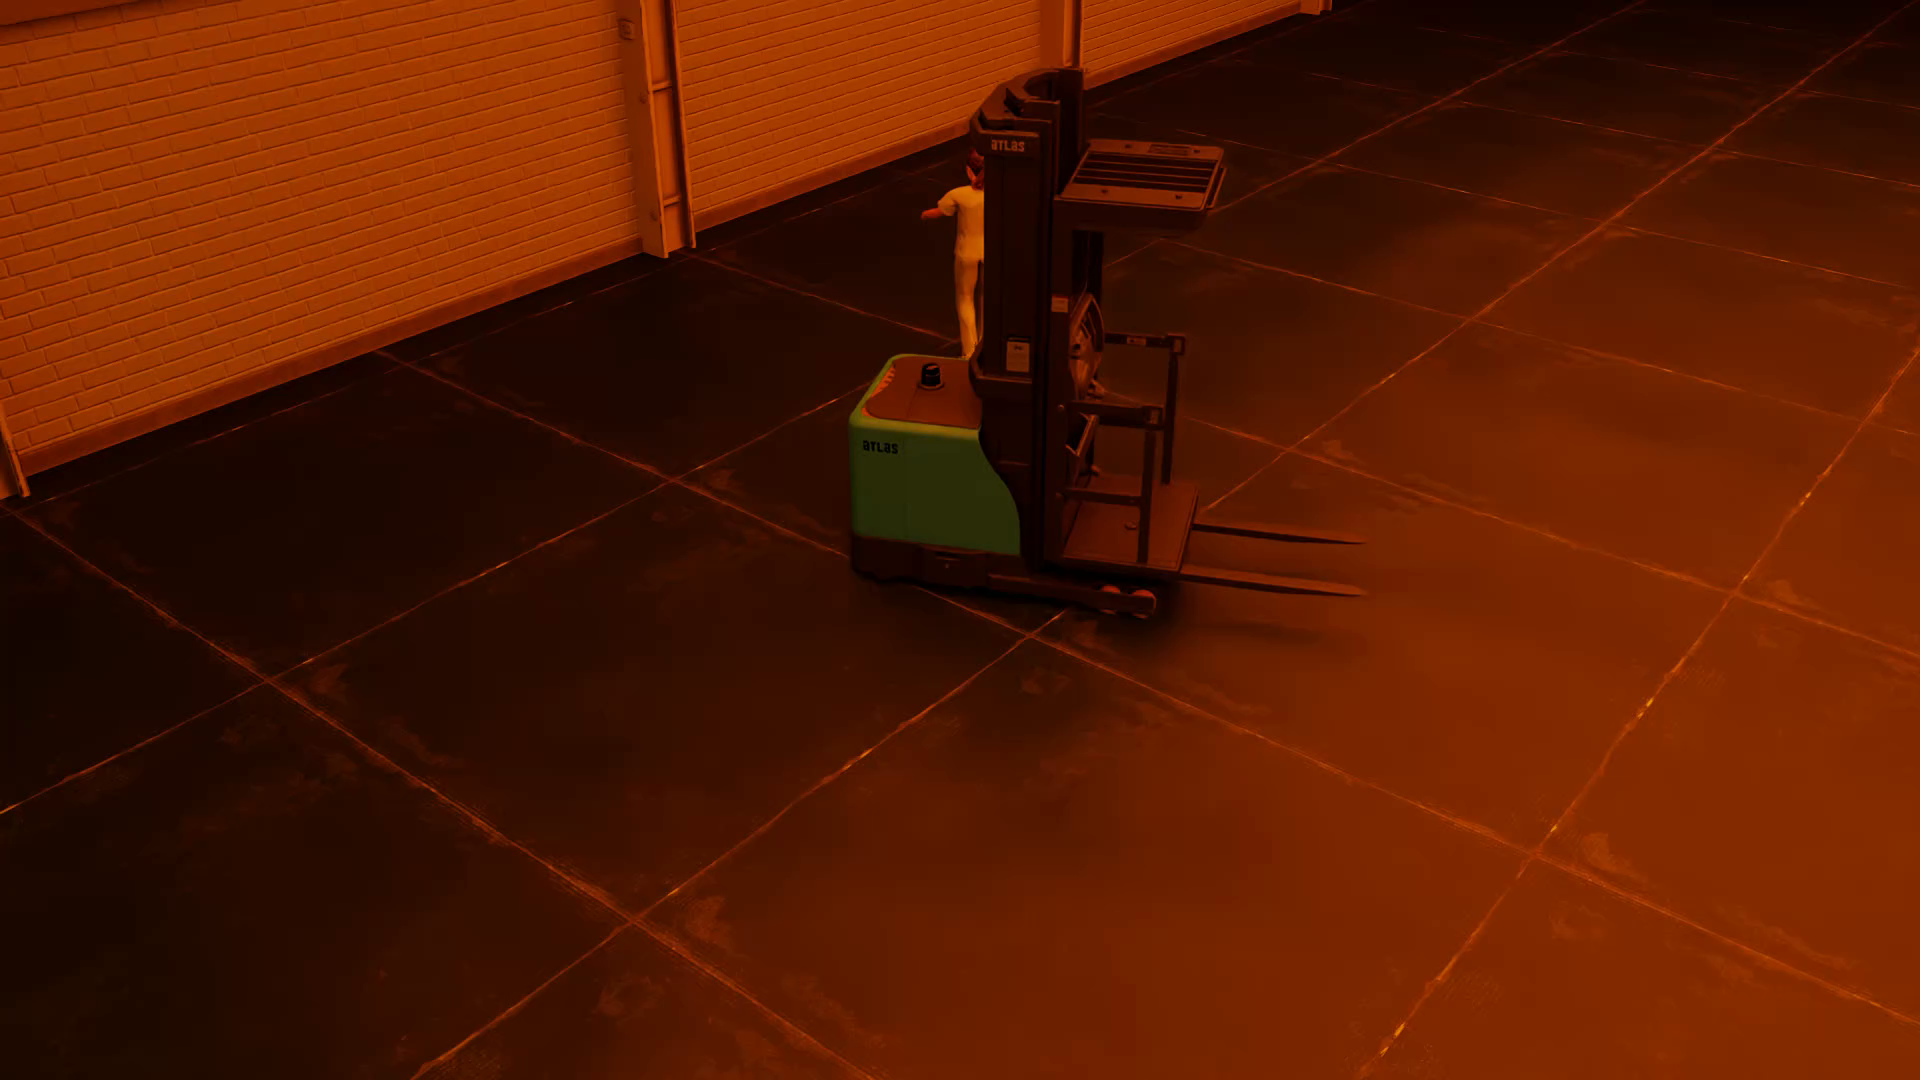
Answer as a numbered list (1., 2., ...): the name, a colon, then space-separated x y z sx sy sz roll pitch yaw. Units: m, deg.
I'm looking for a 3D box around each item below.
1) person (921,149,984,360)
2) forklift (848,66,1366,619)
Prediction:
1. person: 0.166 -2.179 12.619 0.870 1.663 0.716 -3 30 -6
2. forklift: 0.910 -1.103 9.483 3.031 2.935 1.130 7 31 12
